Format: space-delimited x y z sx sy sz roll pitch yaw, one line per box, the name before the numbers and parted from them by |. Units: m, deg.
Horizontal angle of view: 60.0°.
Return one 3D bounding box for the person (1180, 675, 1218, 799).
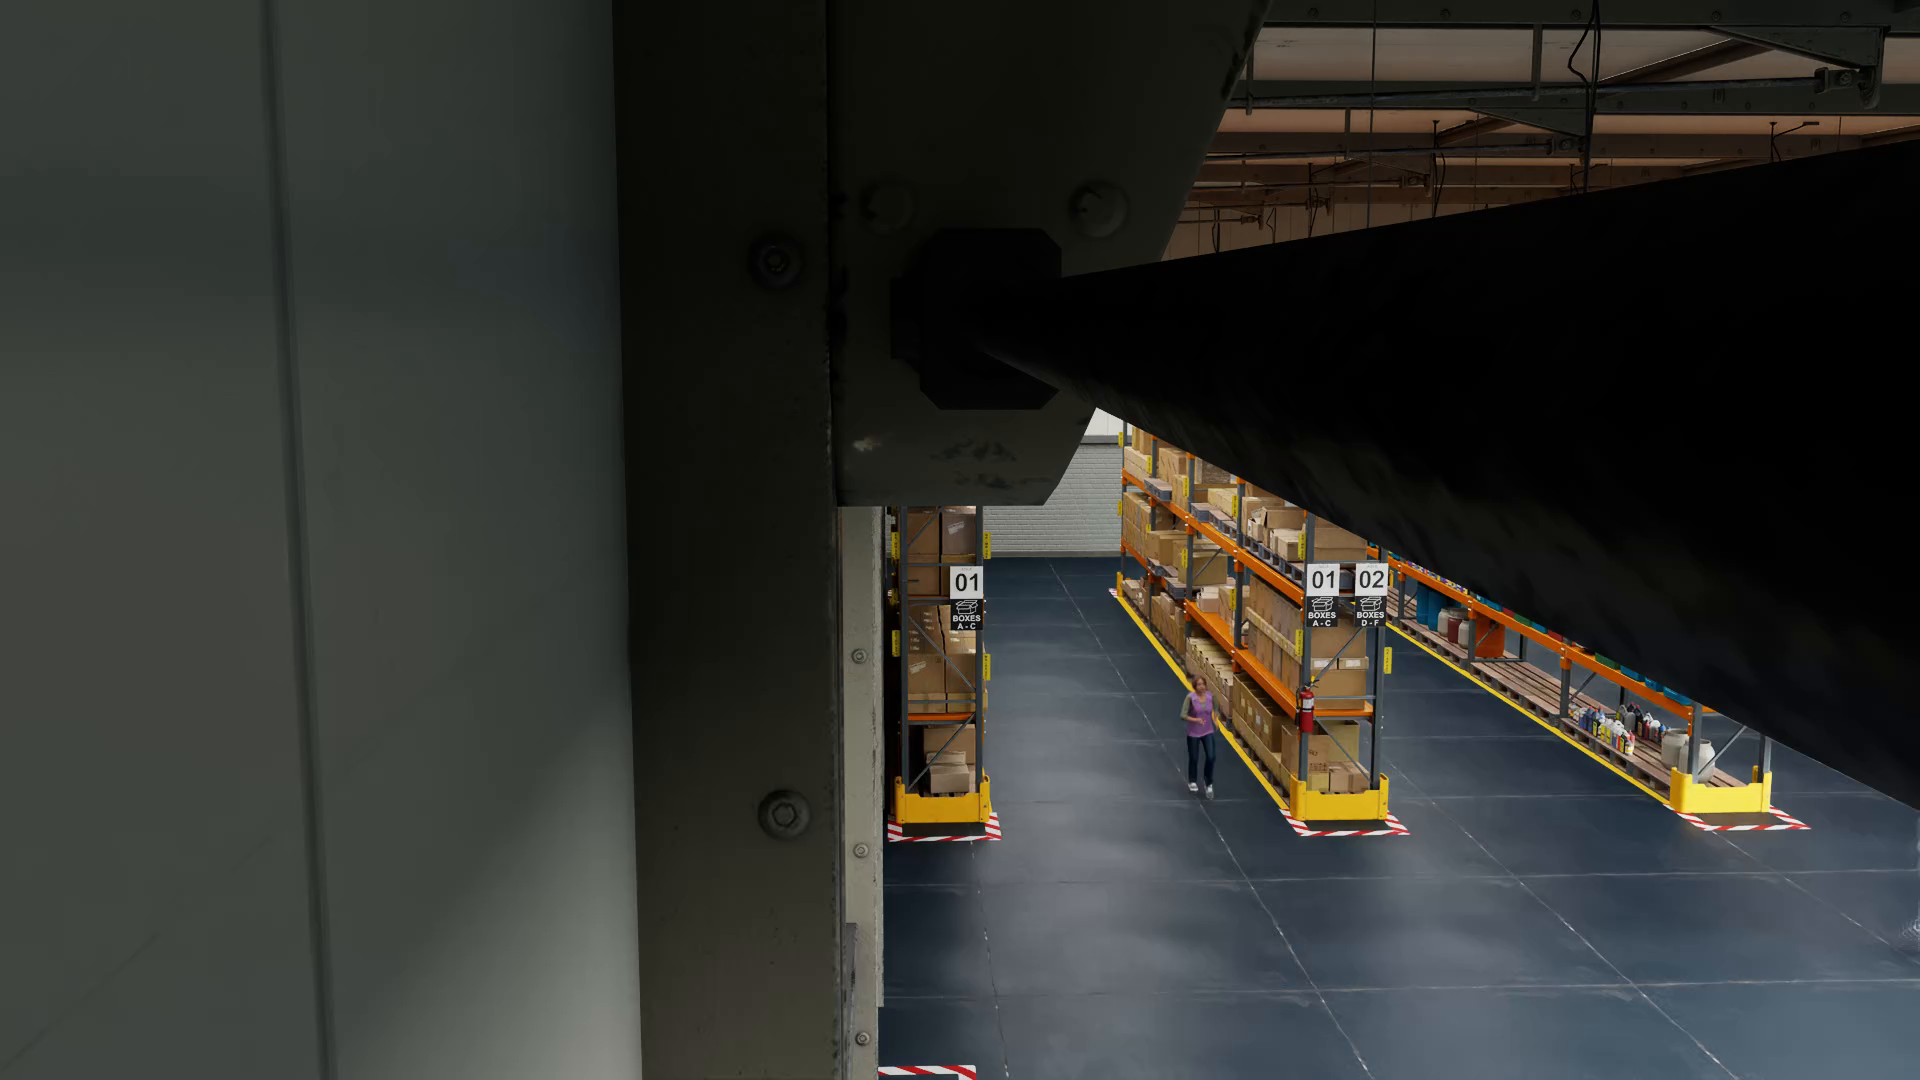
person | 3.102 2.532 21.474 0.549 1.610 0.651 -1 8 -4
